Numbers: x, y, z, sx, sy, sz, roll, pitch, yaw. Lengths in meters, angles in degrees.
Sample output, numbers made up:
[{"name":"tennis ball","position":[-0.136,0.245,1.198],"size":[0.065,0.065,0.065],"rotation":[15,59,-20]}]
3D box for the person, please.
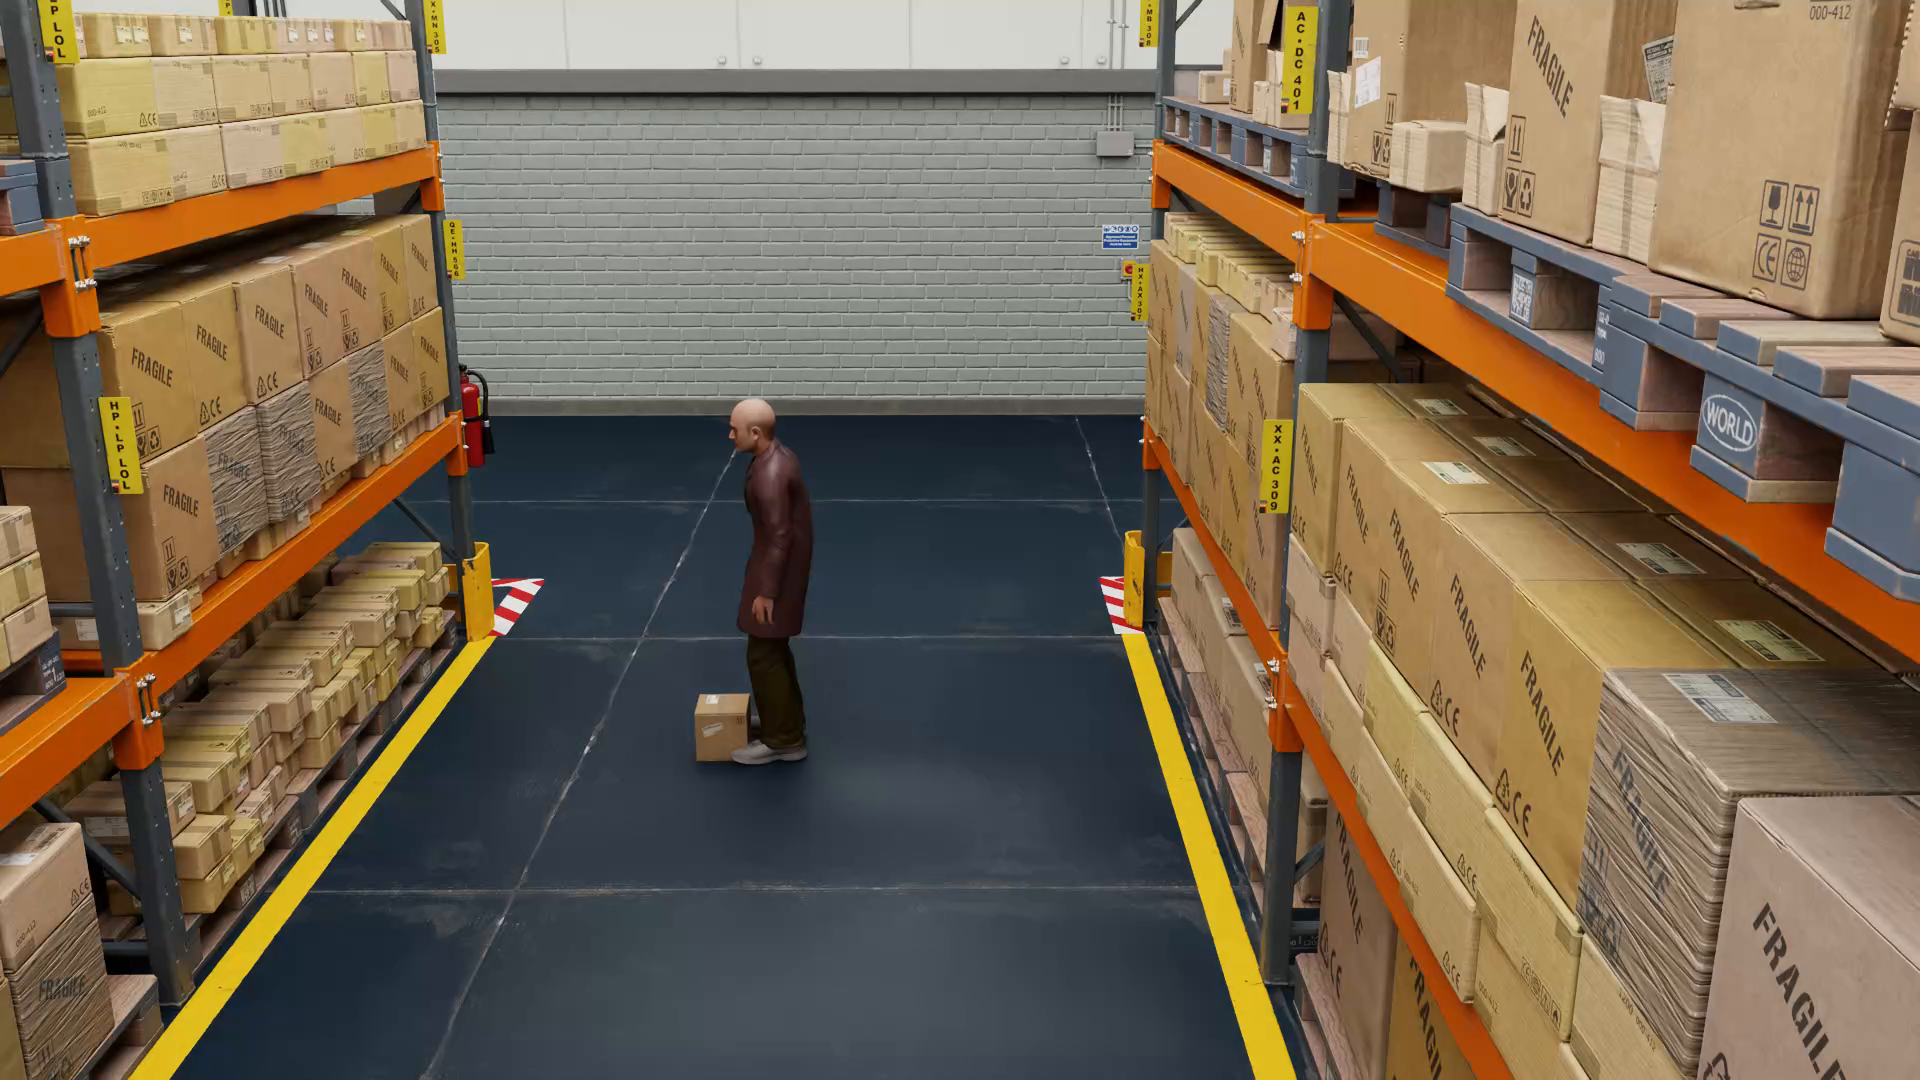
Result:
[{"name":"person","position":[-0.909,0.191,7.942],"size":[0.429,1.772,0.647],"rotation":[-1,17,-4]}]
